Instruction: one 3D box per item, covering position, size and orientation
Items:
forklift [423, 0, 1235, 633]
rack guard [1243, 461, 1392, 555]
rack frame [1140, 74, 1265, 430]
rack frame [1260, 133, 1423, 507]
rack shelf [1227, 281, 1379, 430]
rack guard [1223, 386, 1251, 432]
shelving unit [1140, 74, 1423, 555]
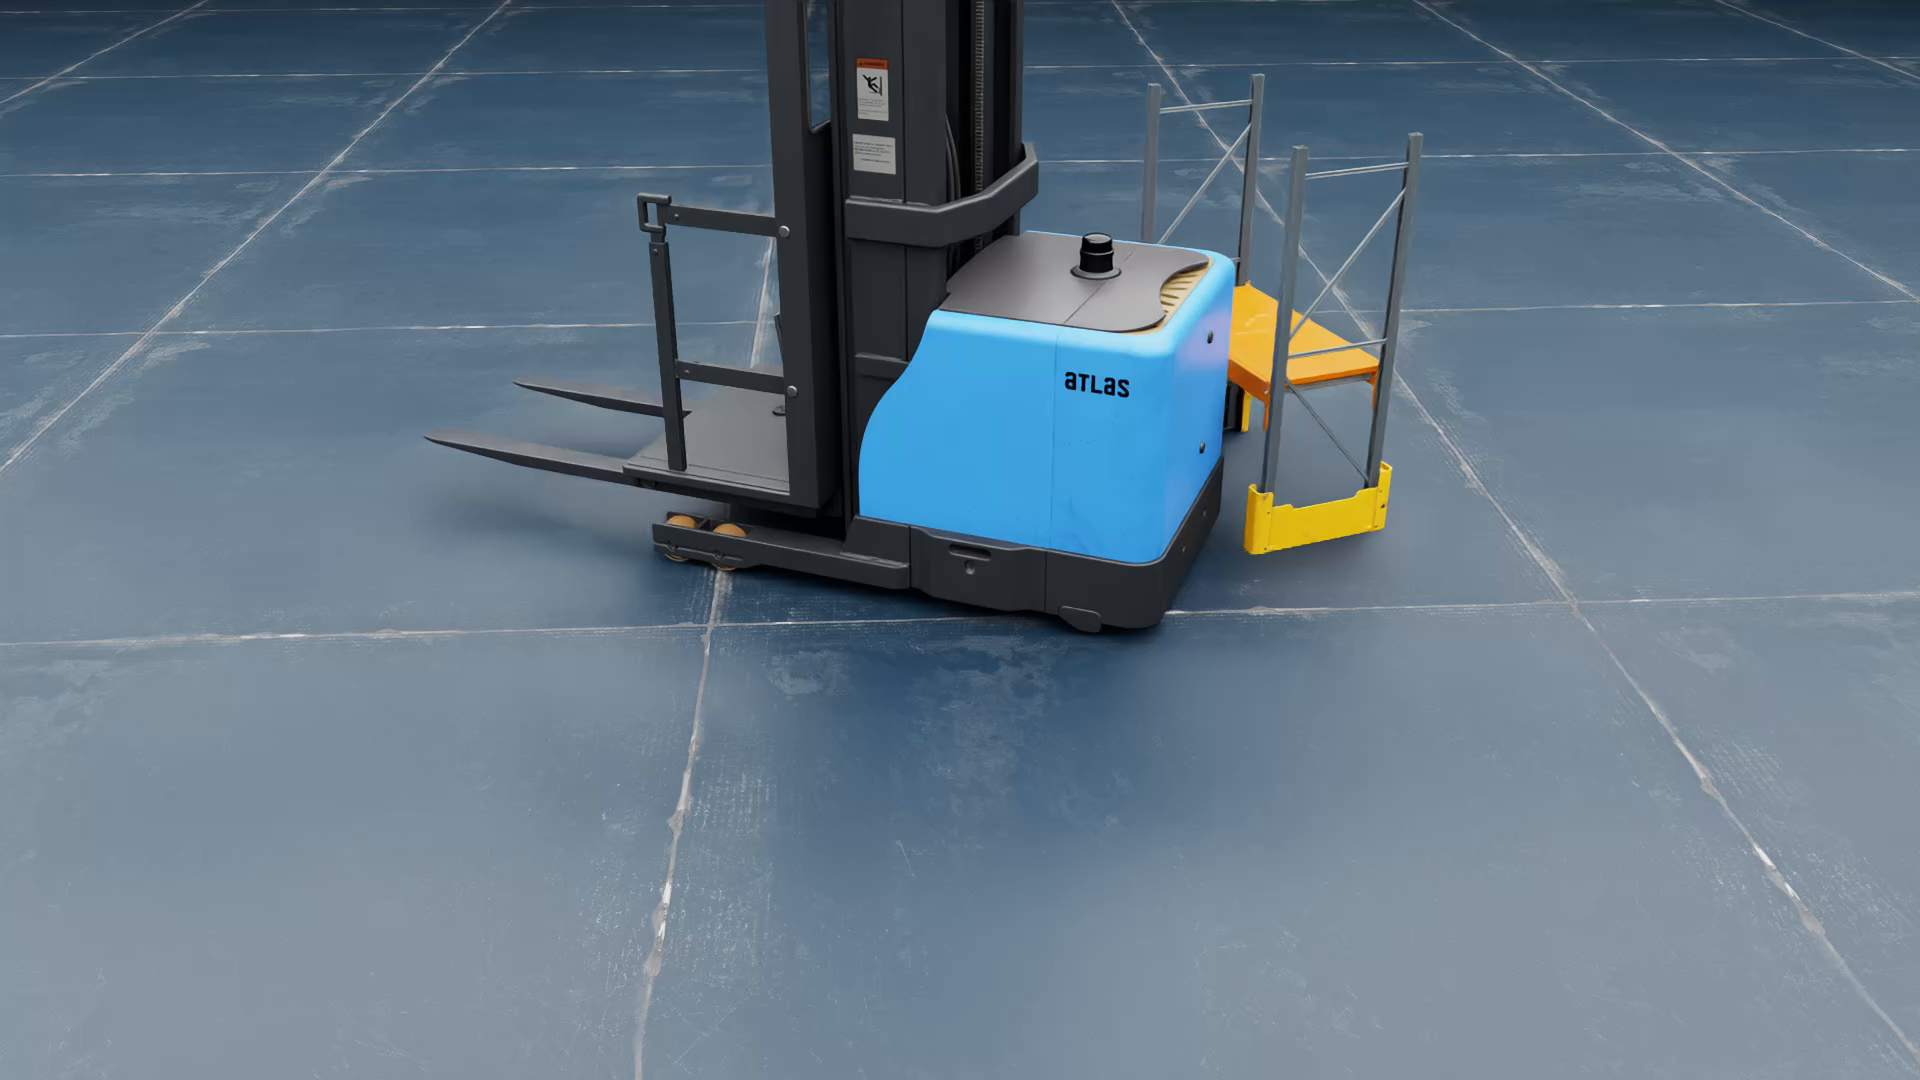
[{"bbox_3d":[-0.585,-1.404,5.772,3.031,2.935,1.130,10,29,19],"label":"forklift"},{"bbox_3d":[1.337,-0.121,6.212,0.587,0.250,0.087,-11,29,-20],"label":"rack guard"},{"bbox_3d":[0.952,-1.110,6.757,0.500,1.500,0.032,-11,29,-20],"label":"rack frame"},{"bbox_3d":[1.337,-0.675,5.922,0.500,1.500,0.032,-11,29,-20],"label":"rack frame"},{"bbox_3d":[1.145,-0.733,6.423,0.538,0.185,1.000,-11,29,-20],"label":"rack shelf"},{"bbox_3d":[0.960,-0.548,7.030,0.587,0.250,0.087,-11,29,-20],"label":"rack guard"},{"bbox_3d":[1.148,-0.889,6.332,0.587,1.500,1.083,-11,29,-20],"label":"shelving unit"}]
